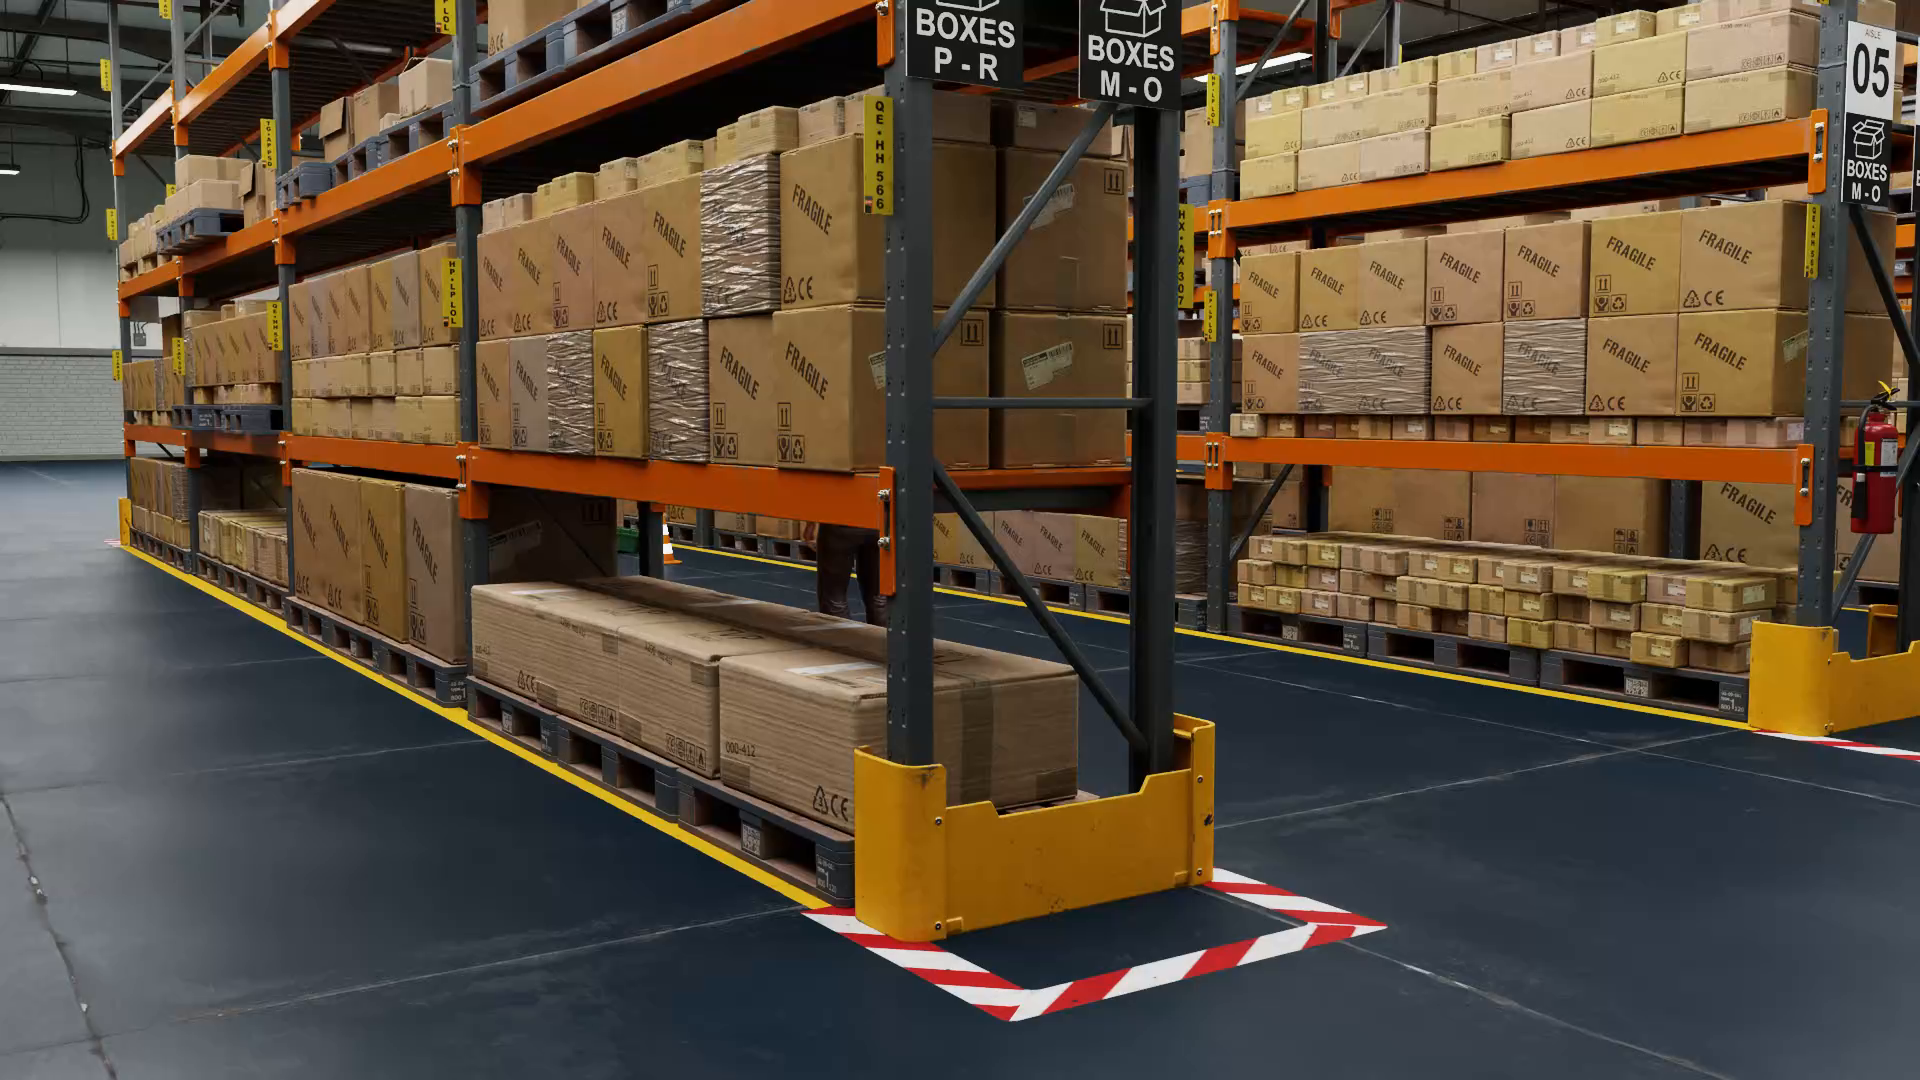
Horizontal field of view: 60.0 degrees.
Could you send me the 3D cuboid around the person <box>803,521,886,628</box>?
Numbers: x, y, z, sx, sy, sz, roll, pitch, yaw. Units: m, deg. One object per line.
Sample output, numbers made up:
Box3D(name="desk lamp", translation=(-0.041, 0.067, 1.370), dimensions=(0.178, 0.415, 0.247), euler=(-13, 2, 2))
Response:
Box3D(name="person", translation=(-0.576, -0.079, 8.933), dimensions=(0.580, 1.721, 0.367), euler=(-3, 6, -34))
